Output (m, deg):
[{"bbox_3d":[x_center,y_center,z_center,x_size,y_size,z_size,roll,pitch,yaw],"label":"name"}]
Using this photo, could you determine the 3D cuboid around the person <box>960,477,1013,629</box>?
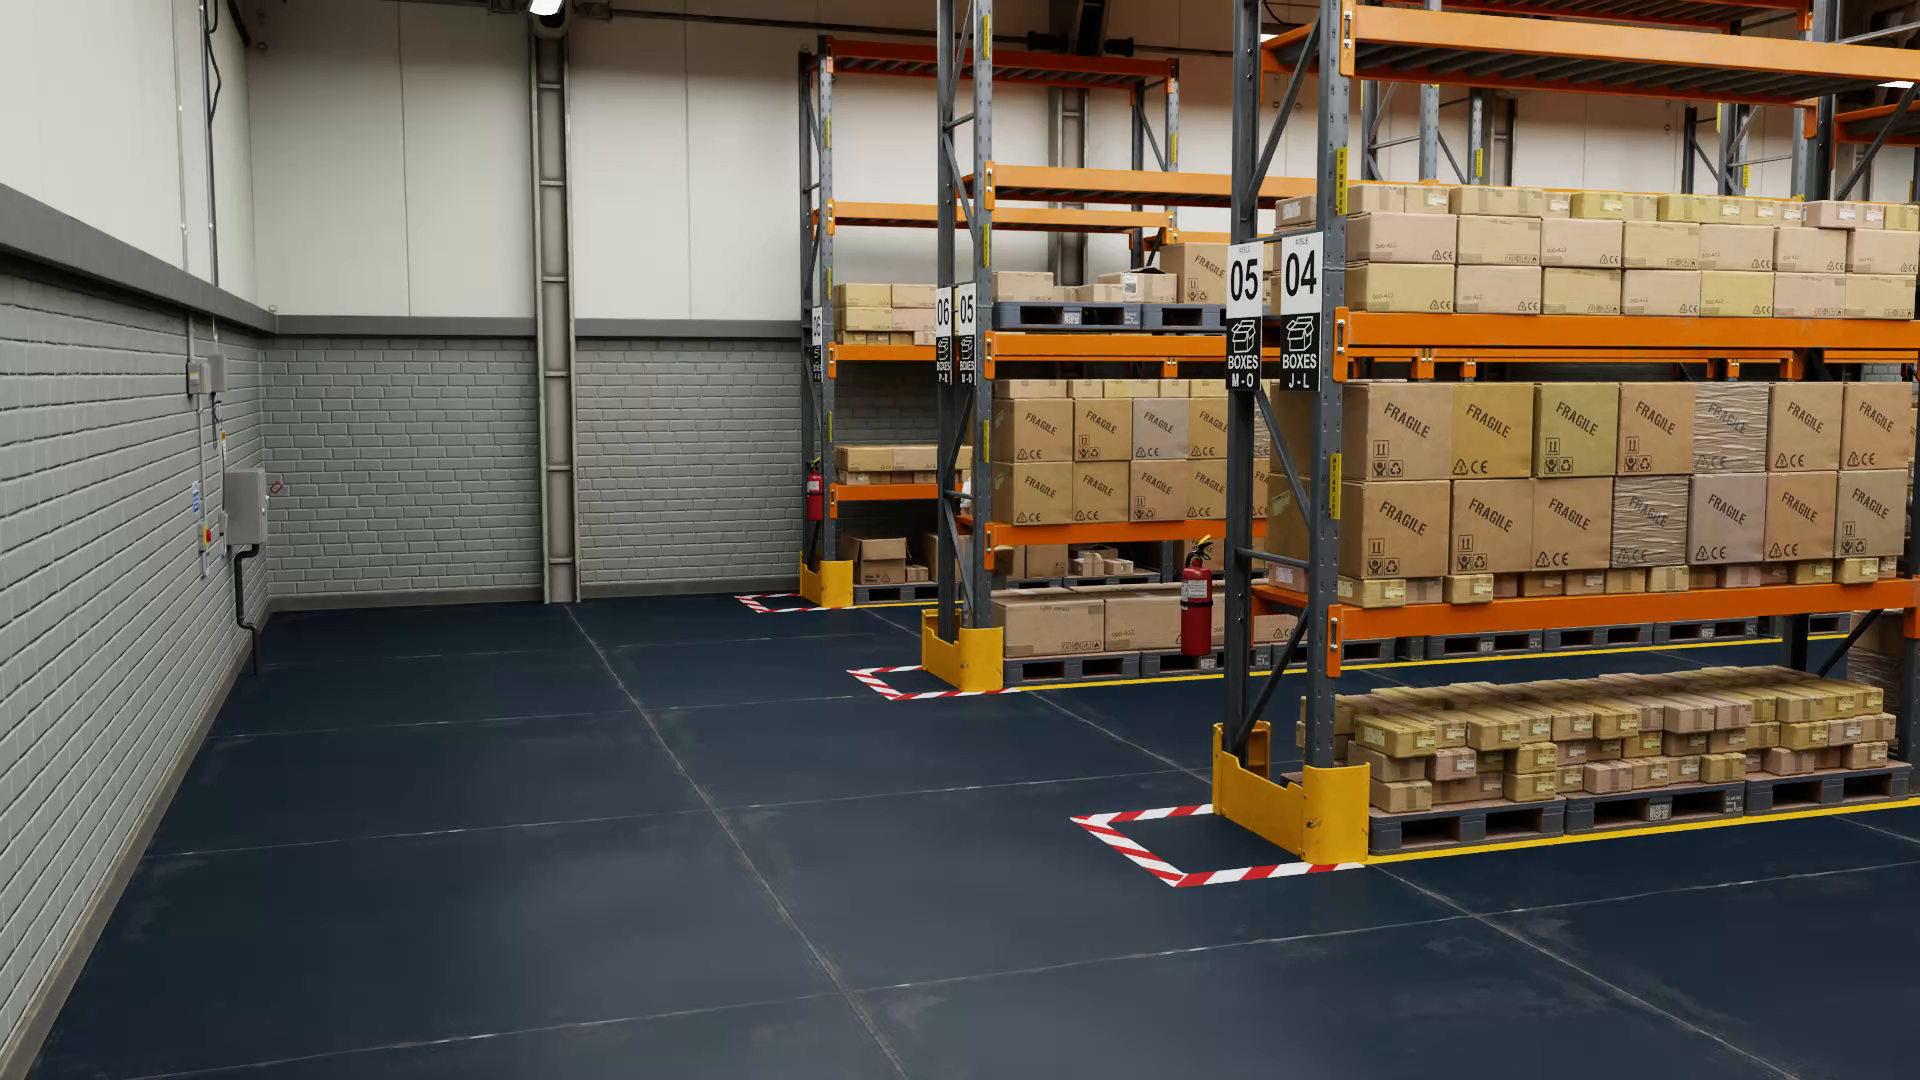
[{"bbox_3d":[0.271,-0.009,16.304,0.547,1.763,0.470,-2,6,-20],"label":"person"}]
